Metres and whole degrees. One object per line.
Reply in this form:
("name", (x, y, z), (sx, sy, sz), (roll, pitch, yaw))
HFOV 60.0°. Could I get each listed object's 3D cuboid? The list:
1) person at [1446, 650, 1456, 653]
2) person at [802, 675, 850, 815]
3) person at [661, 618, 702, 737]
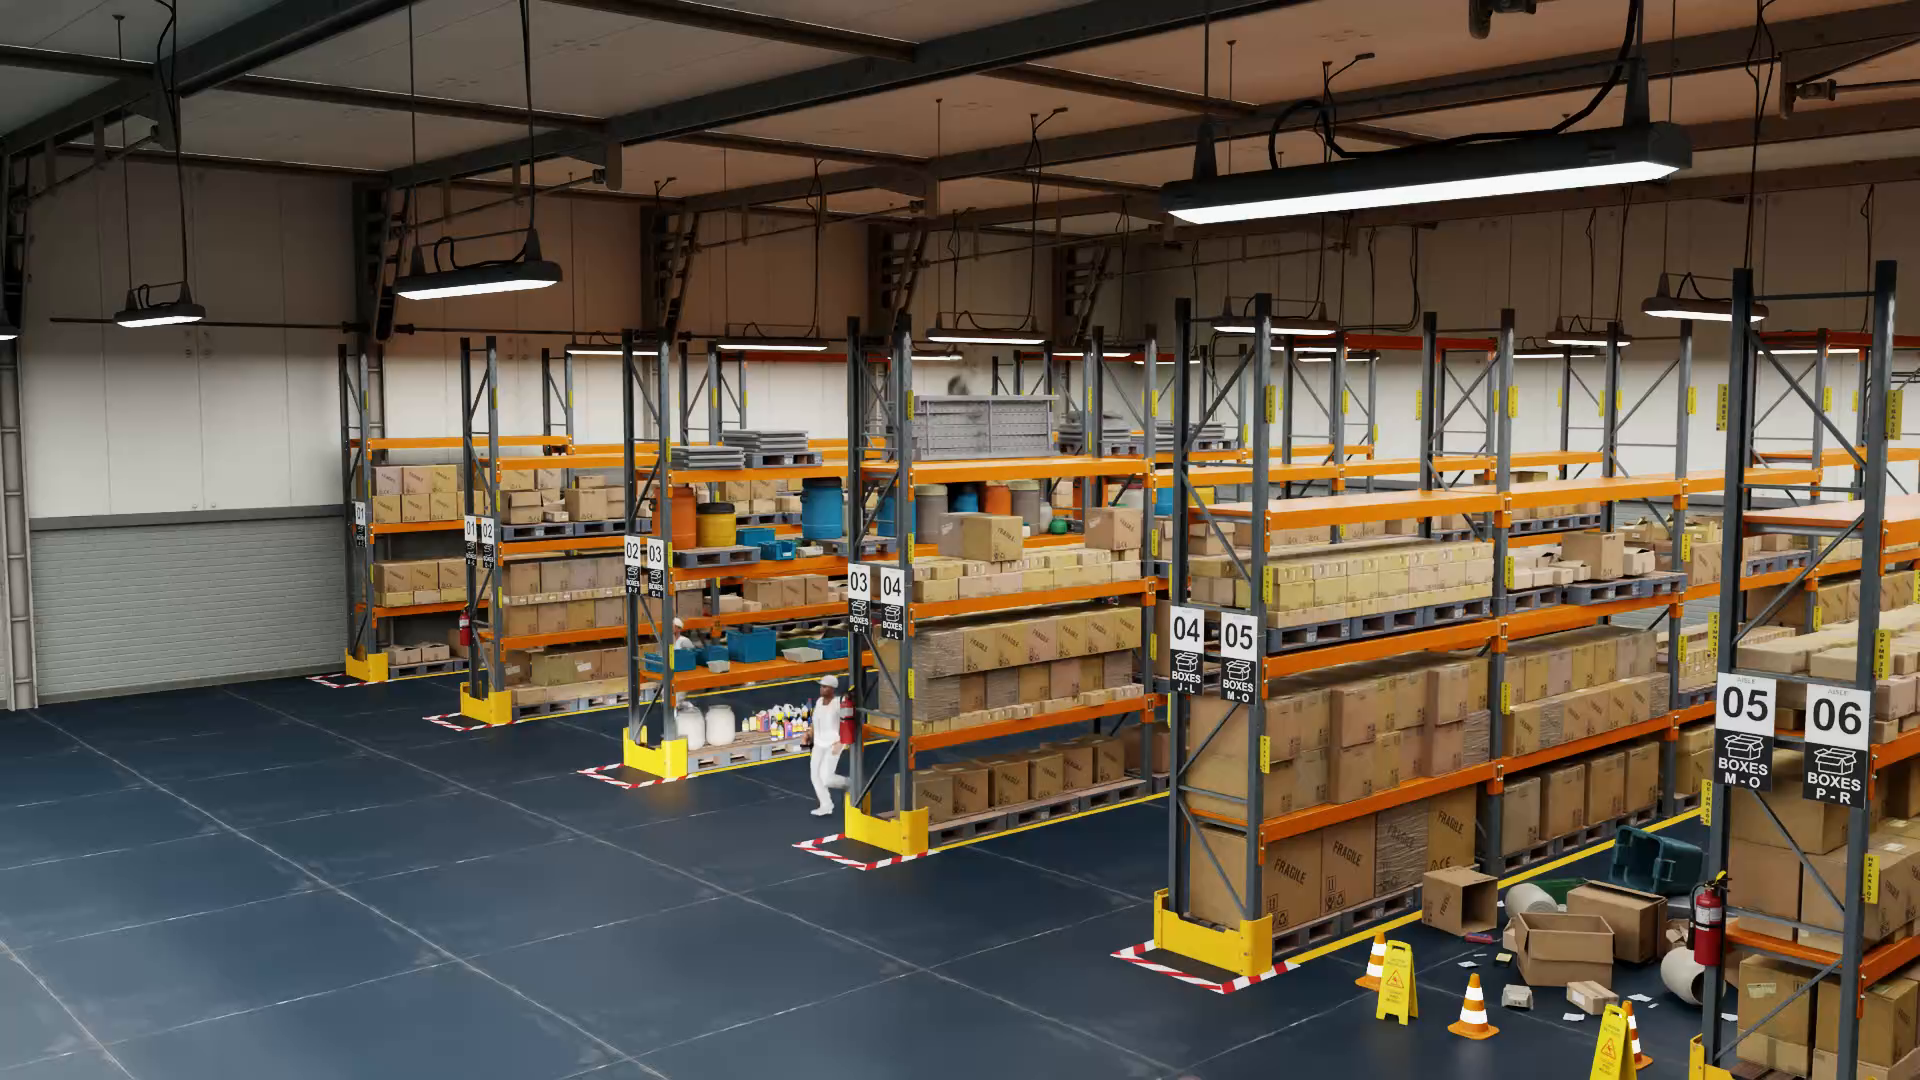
("person", (6.654, 2.312, 22.541), (0.624, 1.677, 0.874), (4, 7, 40))
("person", (-1.567, 2.489, 20.279), (0.612, 1.717, 0.726), (-5, 7, -45))
("person", (-4.240, 2.047, 25.011), (0.667, 1.767, 0.741), (4, 6, 36))
